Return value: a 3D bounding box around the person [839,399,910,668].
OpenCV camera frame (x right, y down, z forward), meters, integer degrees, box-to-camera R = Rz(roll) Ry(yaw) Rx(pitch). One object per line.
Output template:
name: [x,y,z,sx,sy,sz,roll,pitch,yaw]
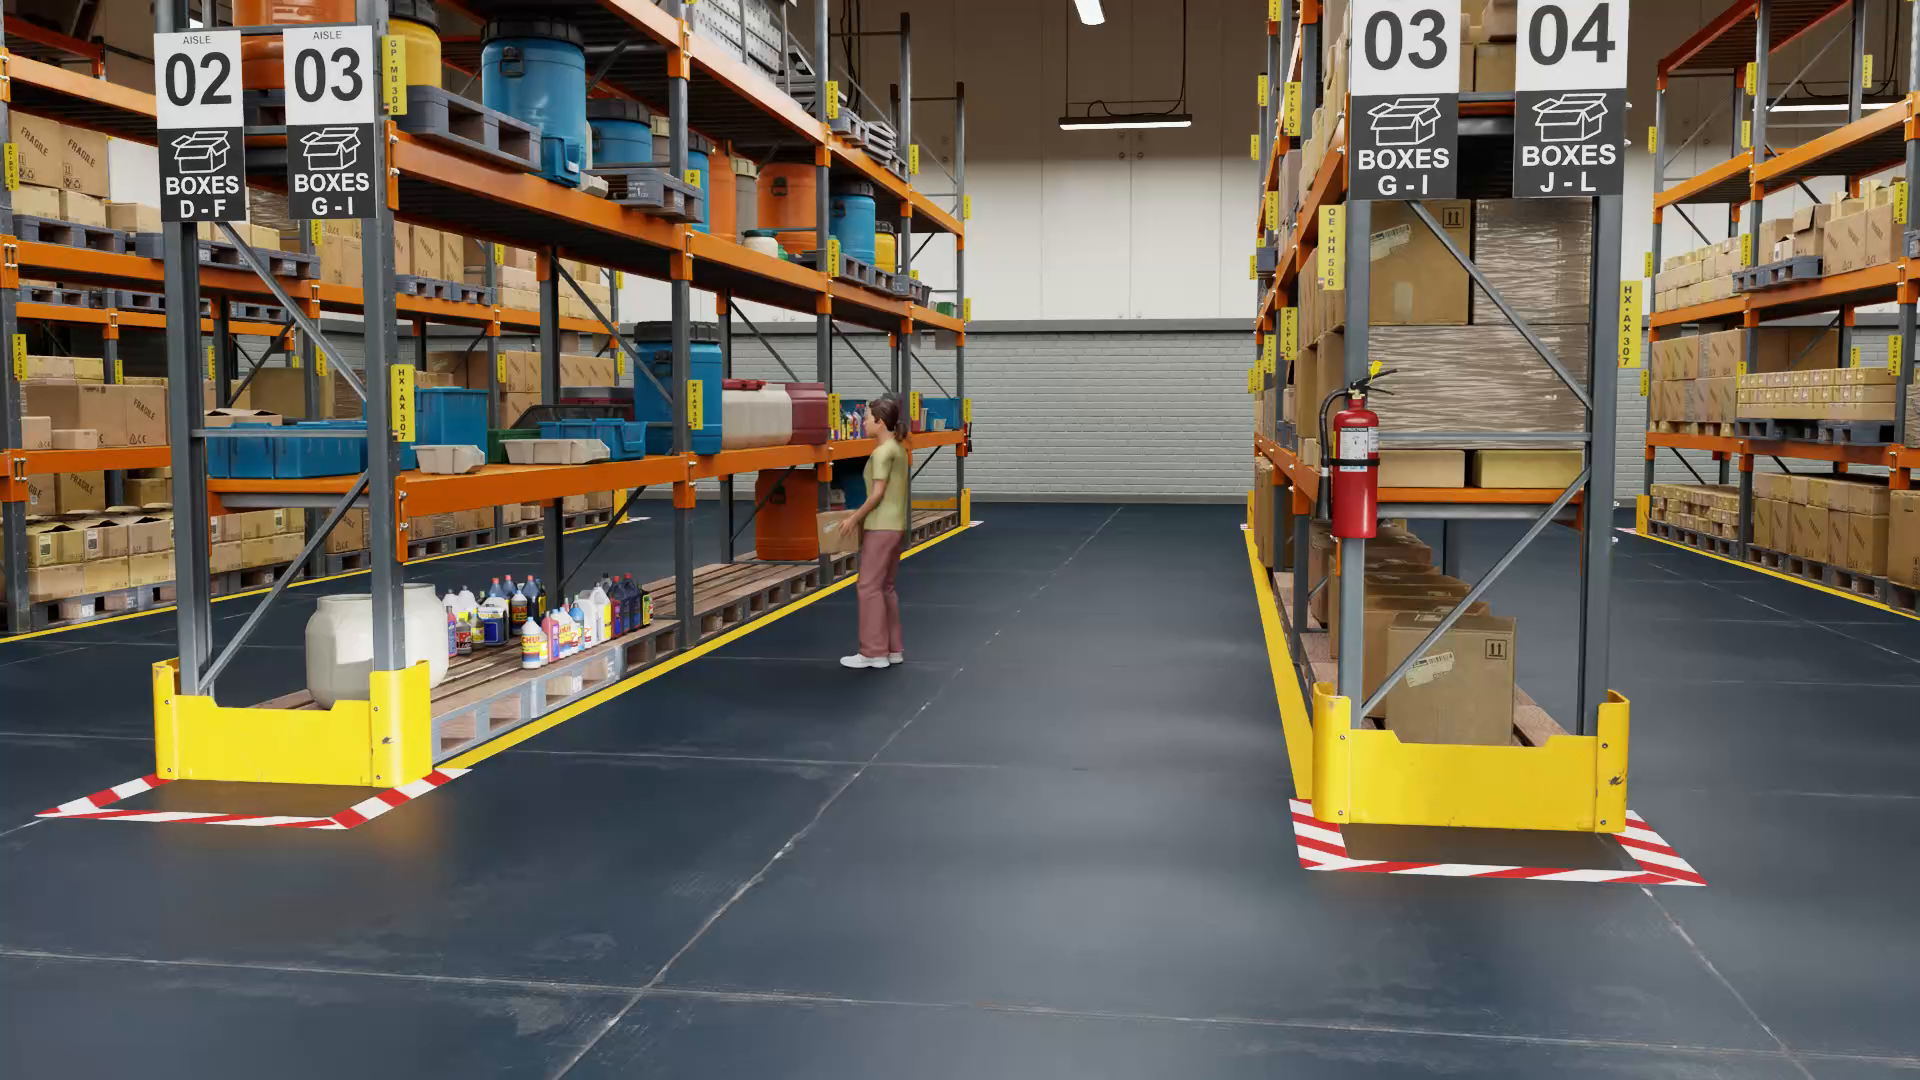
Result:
person: [-0.522,-0.044,10.404,0.435,1.675,0.468,1,5,8]
